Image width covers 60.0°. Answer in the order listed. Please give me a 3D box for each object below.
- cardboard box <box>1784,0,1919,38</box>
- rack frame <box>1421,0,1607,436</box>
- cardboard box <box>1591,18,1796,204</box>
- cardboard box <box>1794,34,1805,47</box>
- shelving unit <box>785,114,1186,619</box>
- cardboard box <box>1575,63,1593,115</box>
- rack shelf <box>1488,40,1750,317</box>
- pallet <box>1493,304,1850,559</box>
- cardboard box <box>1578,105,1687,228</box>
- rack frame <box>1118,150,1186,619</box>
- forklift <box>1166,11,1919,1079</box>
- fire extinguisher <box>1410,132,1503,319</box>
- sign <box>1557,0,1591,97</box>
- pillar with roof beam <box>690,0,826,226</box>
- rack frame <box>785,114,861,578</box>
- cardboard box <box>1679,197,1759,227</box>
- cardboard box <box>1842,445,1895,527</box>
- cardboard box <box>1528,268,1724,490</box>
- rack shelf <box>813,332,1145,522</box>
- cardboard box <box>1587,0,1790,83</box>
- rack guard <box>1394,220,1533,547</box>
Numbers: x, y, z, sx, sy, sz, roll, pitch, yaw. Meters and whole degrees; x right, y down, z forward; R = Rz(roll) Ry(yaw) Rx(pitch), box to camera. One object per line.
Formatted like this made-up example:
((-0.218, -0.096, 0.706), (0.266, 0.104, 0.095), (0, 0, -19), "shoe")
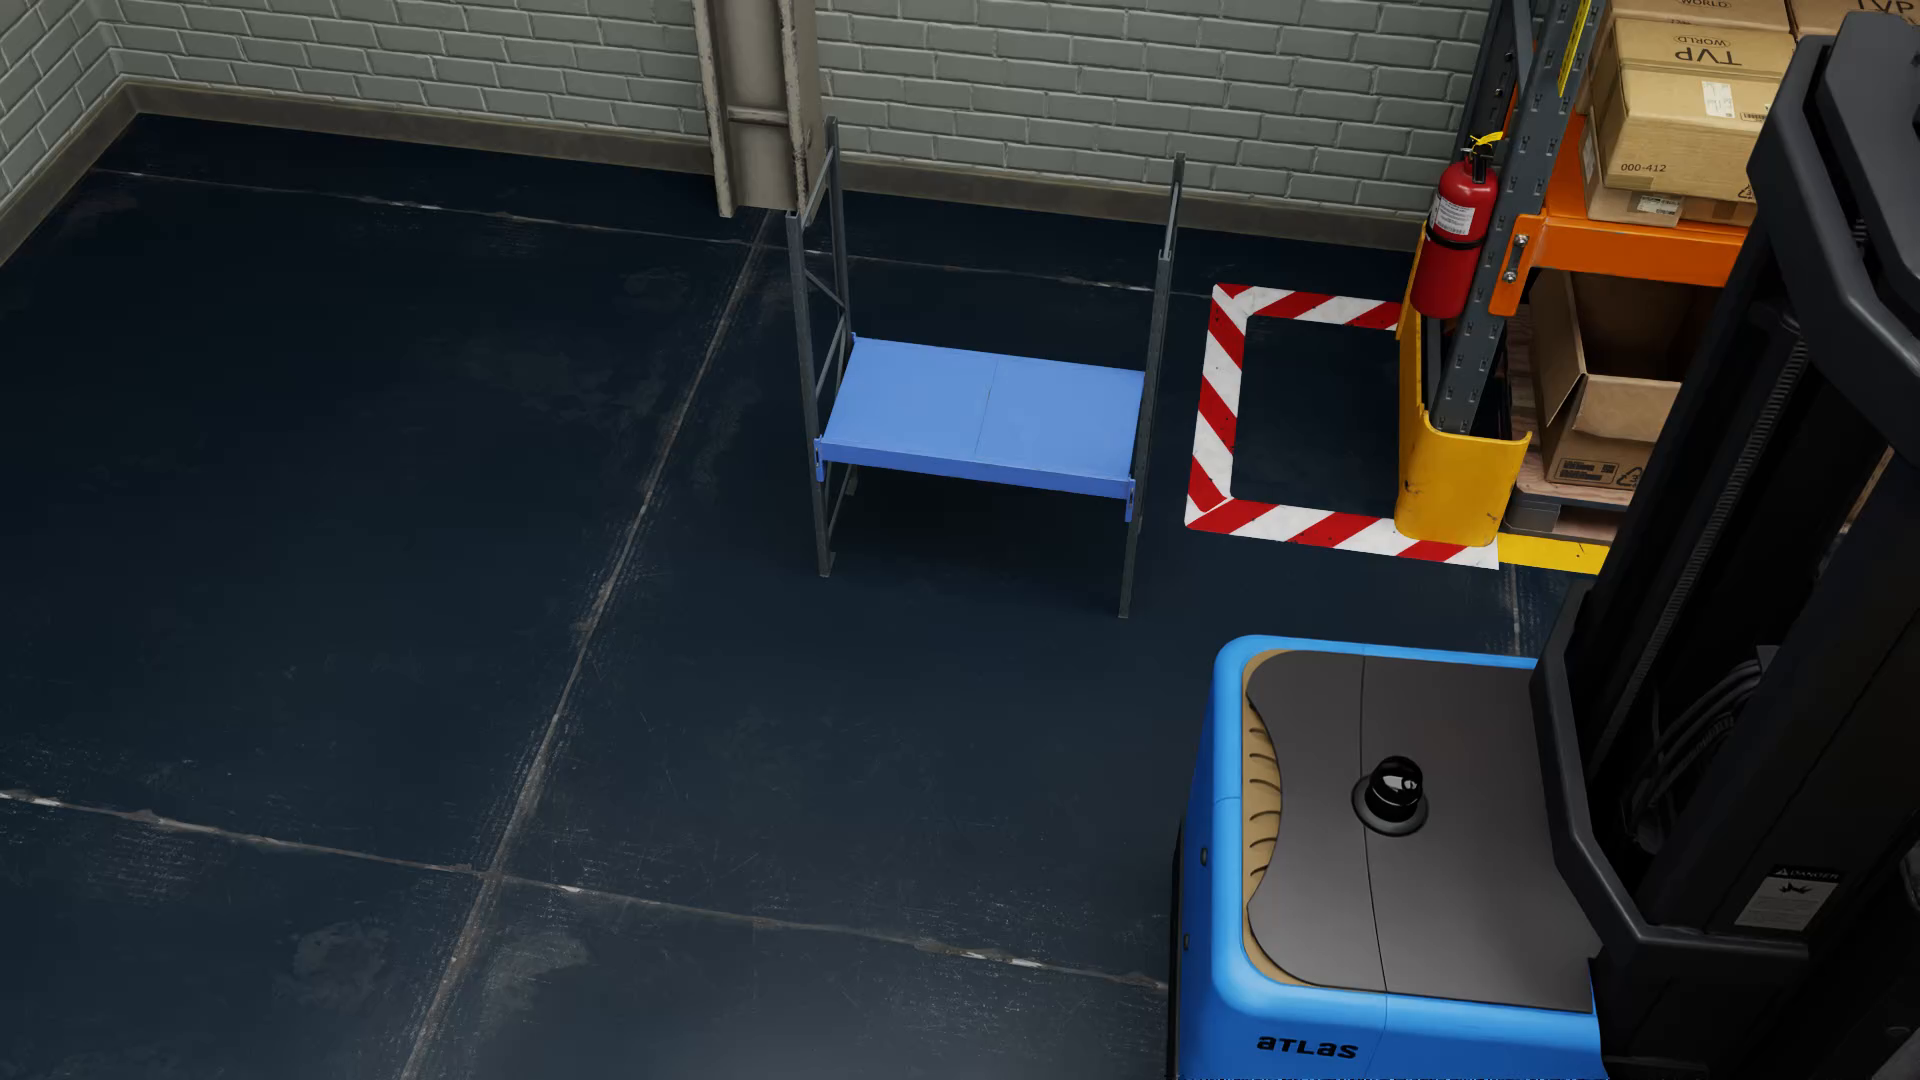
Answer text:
((2.711, -1.544, 5.021), (0.500, 0.250, 0.500), (8, 49, 7), "cardboard box")
((1.704, -1.430, 5.018), (0.127, 3.000, 1.000), (8, 49, 7), "rack frame")
((2.102, -1.222, 4.732), (0.500, 0.250, 0.500), (8, 49, 7), "cardboard box")
((2.598, -1.156, 4.673), (0.500, 0.250, 0.500), (8, 49, 7), "cardboard box")
((0.084, -0.490, 5.182), (1.048, 1.500, 0.538), (8, 49, 7), "shelving unit")
((2.077, -1.499, 5.249), (0.250, 0.149, 0.380), (7, 48, 6), "cardboard box")
((3.672, -0.925, 5.048), (4.000, 0.370, 1.077), (8, 49, 7), "rack shelf")
((2.563, -0.383, 5.953), (1.213, 0.211, 1.003), (8, 49, 7), "pallet")
((1.978, -1.102, 4.892), (0.250, 0.149, 0.380), (7, 48, 7), "cardboard box")
((0.584, -0.423, 5.122), (0.032, 1.500, 0.500), (8, 49, 7), "rack frame")
((2.074, 0.444, 3.381), (3.031, 2.935, 1.130), (5, 48, 4), "forklift")
((1.477, -0.961, 4.899), (0.183, 0.674, 0.296), (8, 49, 7), "fire extinguisher")
((1.607, -1.322, 4.339), (0.005, 0.325, 0.100), (8, 49, 7), "sign")
((-1.555, -1.300, 0.869), (0.400, 9.000, 9.100), (8, 49, 7), "pillar with roof beam")
((-0.416, -0.557, 5.242), (0.032, 1.500, 0.500), (8, 49, 7), "rack frame")
((2.237, -1.102, 4.892), (0.250, 0.149, 0.380), (9, 49, 8), "cardboard box")
((3.123, -0.443, 5.530), (0.500, 0.500, 0.700), (9, 49, 8), "cardboard box")
((2.289, -0.586, 5.656), (0.637, 0.503, 0.797), (6, 48, 5), "cardboard box")
((0.084, -0.370, 5.316), (1.000, 0.185, 0.538), (8, 49, 7), "rack shelf")
((2.203, -1.613, 5.083), (0.500, 0.250, 0.500), (9, 49, 8), "cardboard box")
((1.778, -0.584, 5.939), (0.348, 0.500, 1.175), (8, 49, 7), "rack guard")
